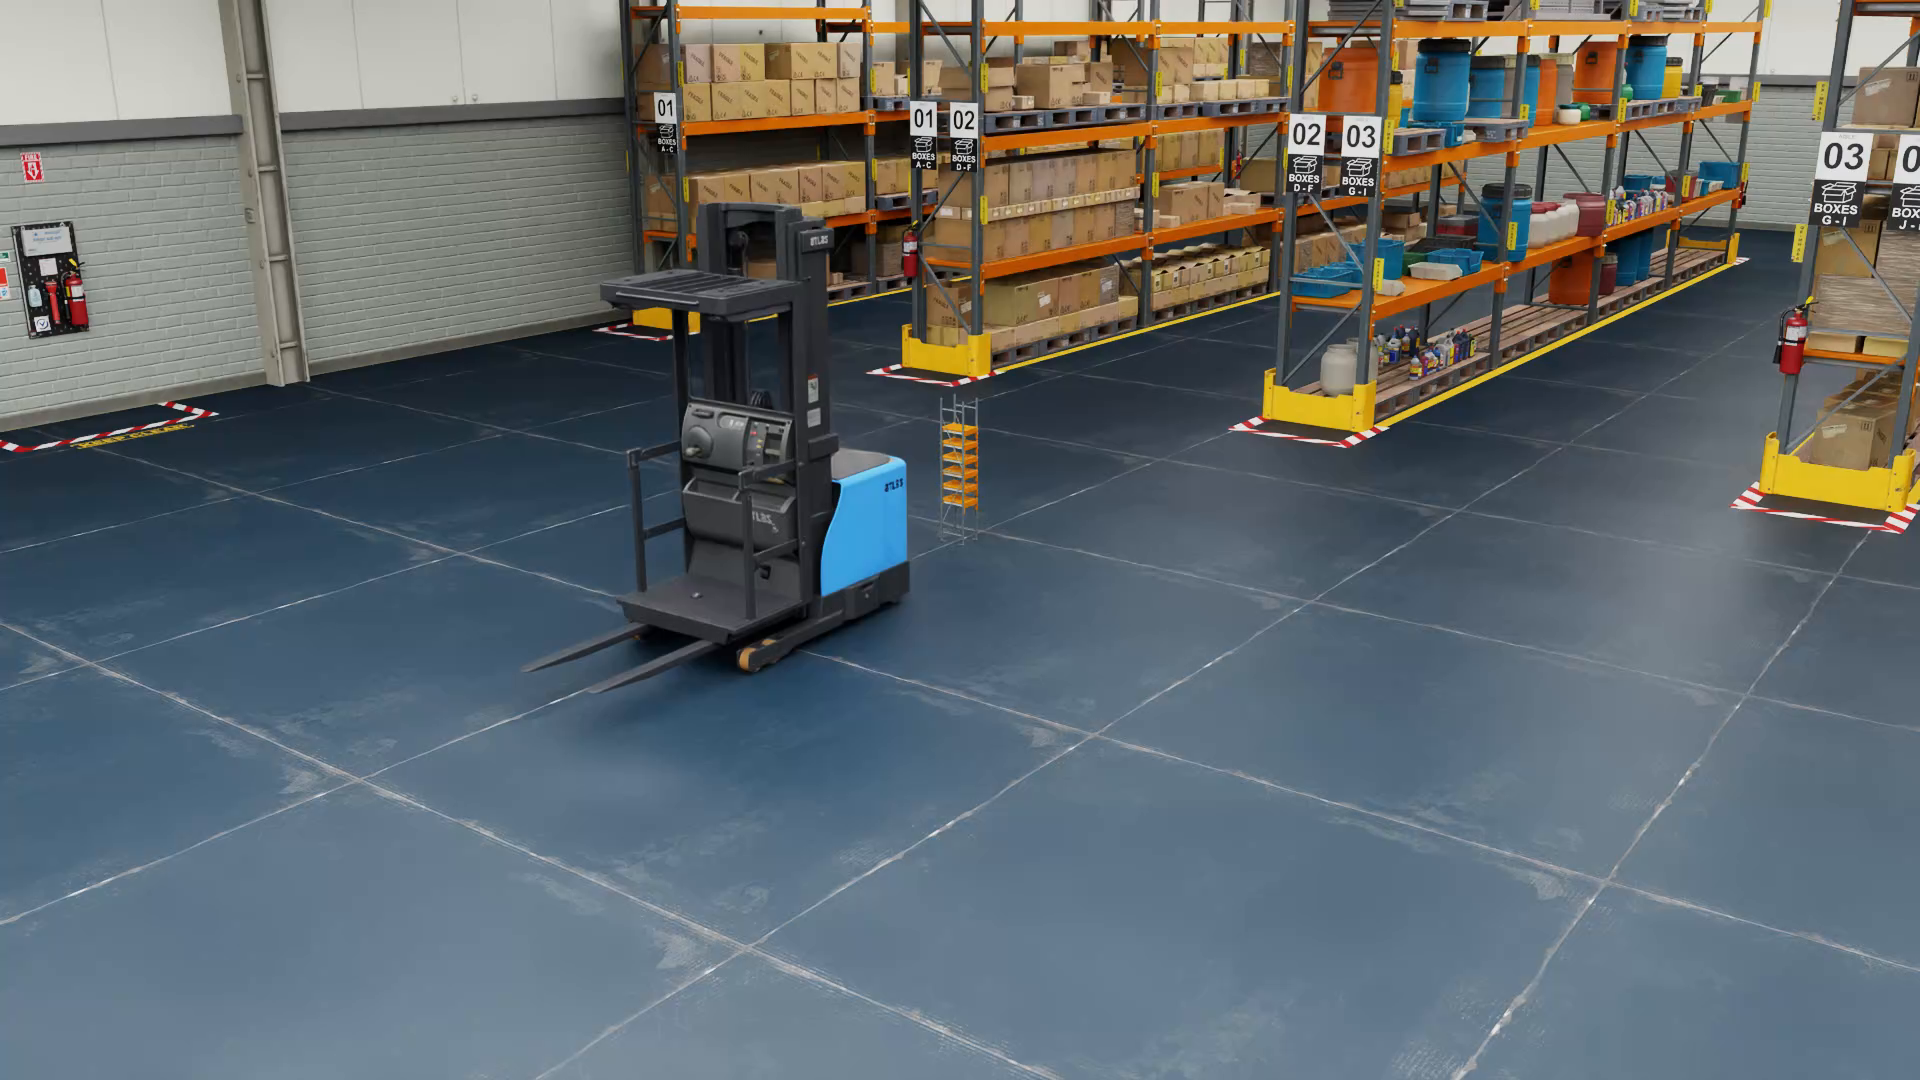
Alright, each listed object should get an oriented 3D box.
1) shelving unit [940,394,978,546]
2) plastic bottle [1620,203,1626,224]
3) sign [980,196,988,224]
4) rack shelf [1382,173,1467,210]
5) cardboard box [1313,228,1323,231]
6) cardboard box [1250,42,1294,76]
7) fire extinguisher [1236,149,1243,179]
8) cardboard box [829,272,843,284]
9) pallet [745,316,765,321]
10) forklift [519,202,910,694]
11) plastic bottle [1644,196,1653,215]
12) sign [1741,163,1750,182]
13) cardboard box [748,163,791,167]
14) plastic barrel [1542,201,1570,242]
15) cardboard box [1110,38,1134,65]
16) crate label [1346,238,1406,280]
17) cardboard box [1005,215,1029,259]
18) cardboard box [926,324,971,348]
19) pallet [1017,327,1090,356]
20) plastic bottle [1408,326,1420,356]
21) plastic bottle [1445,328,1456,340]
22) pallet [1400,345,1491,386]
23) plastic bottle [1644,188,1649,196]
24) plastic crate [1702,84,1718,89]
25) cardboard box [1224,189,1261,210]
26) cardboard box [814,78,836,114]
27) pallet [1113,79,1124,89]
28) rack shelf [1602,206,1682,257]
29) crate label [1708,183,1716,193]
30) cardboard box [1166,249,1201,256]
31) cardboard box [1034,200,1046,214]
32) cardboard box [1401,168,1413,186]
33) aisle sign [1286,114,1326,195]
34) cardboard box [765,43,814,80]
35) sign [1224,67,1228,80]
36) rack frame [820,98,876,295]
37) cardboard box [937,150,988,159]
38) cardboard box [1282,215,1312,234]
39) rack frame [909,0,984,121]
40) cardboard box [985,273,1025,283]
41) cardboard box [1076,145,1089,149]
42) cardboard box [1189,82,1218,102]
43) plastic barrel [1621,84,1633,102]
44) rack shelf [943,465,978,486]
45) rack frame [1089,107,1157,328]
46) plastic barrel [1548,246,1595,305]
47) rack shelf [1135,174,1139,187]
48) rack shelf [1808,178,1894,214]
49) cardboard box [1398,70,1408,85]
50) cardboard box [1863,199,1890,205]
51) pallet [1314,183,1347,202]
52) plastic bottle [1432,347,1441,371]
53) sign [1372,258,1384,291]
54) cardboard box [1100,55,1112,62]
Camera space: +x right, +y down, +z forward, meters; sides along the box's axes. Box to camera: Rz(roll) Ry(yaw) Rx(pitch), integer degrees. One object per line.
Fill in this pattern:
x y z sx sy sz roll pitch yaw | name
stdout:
-0.009 -0.570 13.555 0.258 1.200 0.189 12 21 35 | shelving unit
9.630 -4.753 24.187 0.061 0.283 0.133 12 21 35 | plastic bottle
0.283 -3.896 19.639 0.100 0.325 0.005 12 21 35 | sign
8.182 -6.535 30.944 1.077 0.370 4.000 12 21 35 | rack shelf
5.894 -5.100 28.582 0.500 0.500 0.500 13 21 35 | cardboard box
4.872 -7.510 25.958 0.500 0.500 0.500 12 21 35 | cardboard box
5.854 -7.969 35.107 0.296 0.674 0.183 12 21 35 | fire extinguisher
-2.052 -4.096 25.911 0.380 0.166 0.250 9 20 28 | cardboard box
-3.582 -3.292 23.990 1.003 0.211 1.213 12 21 35 | pallet
-1.623 -0.688 11.017 1.130 2.935 3.031 12 21 33 | forklift
10.473 -5.109 25.347 0.152 0.276 0.135 12 21 35 | plastic bottle
13.801 -6.464 29.225 0.100 0.325 0.005 12 21 35 | sign
-2.817 -5.352 24.876 0.500 0.500 0.500 13 22 36 | cardboard box
7.890 -4.244 22.163 0.421 0.512 0.421 0 17 0 | plastic barrel
3.239 -9.452 32.176 0.500 0.500 0.500 12 21 34 | cardboard box
4.696 -3.171 18.838 0.502 0.435 0.616 12 21 35 | crate label
0.438 -3.827 20.841 0.700 0.500 0.500 13 22 36 | cardboard box
-0.077 -2.612 21.024 0.500 0.250 0.500 12 21 35 | cardboard box
0.990 -2.692 22.055 1.003 0.211 1.213 12 21 35 | pallet
5.501 -2.421 20.208 0.144 0.351 0.185 12 21 35 | plastic bottle
5.931 -2.387 20.097 0.144 0.351 0.185 12 21 35 | plastic bottle
5.766 -2.137 20.268 1.003 0.211 1.213 12 21 35 | pallet
10.566 -5.251 25.680 0.144 0.351 0.185 12 21 35 | plastic bottle
12.896 -7.807 28.987 0.497 0.269 0.590 12 21 35 | plastic crate
4.355 -5.328 25.994 0.500 0.311 0.500 14 22 38 | cardboard box
-2.171 -6.579 24.612 0.500 0.500 0.500 10 20 30 | cardboard box
3.506 -8.860 32.309 1.003 0.211 1.213 12 21 35 | pallet
9.775 -4.706 25.054 1.077 0.370 4.000 12 21 35 | rack shelf
12.678 -6.018 28.410 0.396 0.136 0.243 12 21 35 | crate label
3.447 -4.284 25.465 0.500 0.311 0.500 12 21 33 | cardboard box
0.861 -4.203 20.959 0.380 0.149 0.250 12 21 33 | cardboard box
7.815 -6.646 29.919 0.500 0.500 0.500 13 21 36 | cardboard box
3.535 -3.945 17.006 0.394 0.787 0.004 12 21 35 | aisle sign
-2.459 -6.913 24.001 0.500 0.500 0.500 12 21 33 | cardboard box
4.172 -7.226 26.024 0.100 0.325 0.005 12 21 35 | sign
-1.757 -5.371 25.983 1.000 3.000 0.127 12 21 35 | rack frame
0.043 -6.330 28.161 0.700 0.500 0.500 10 20 30 | cardboard box
5.612 -5.347 28.113 0.500 0.250 0.500 12 21 34 | cardboard box
-0.160 -6.409 19.210 1.000 3.000 0.127 12 21 35 | rack frame
0.505 -3.211 21.690 0.500 0.500 0.500 12 21 35 | cardboard box
2.041 -6.961 30.396 0.500 0.500 0.500 13 22 36 | cardboard box
3.412 -6.503 24.114 0.500 0.250 0.500 10 20 30 | cardboard box
9.399 -6.344 23.611 0.294 0.245 0.294 0 17 0 | plastic barrel
-0.009 -0.527 13.568 0.258 0.103 0.180 12 21 35 | rack shelf
2.224 -4.497 23.167 1.000 3.000 0.127 12 21 35 | rack frame
8.861 -3.857 24.058 0.600 0.830 0.708 12 21 35 | plastic barrel
1.818 -6.457 30.692 1.077 0.370 4.000 12 21 35 | rack shelf
8.986 -3.358 15.655 1.077 0.370 4.000 12 21 35 | rack shelf
7.480 -8.074 29.038 0.500 0.250 0.500 12 21 35 | cardboard box
8.821 -2.991 15.962 0.500 0.500 0.500 12 21 35 | cardboard box
5.762 -5.822 27.758 1.003 0.211 1.213 12 21 35 | pallet
5.531 -2.106 19.325 0.097 0.271 0.097 0 17 0 | plastic bottle
4.255 -2.702 16.920 0.100 0.325 0.005 12 21 35 | sign
2.397 -8.777 30.982 0.700 0.500 0.500 11 20 32 | cardboard box
